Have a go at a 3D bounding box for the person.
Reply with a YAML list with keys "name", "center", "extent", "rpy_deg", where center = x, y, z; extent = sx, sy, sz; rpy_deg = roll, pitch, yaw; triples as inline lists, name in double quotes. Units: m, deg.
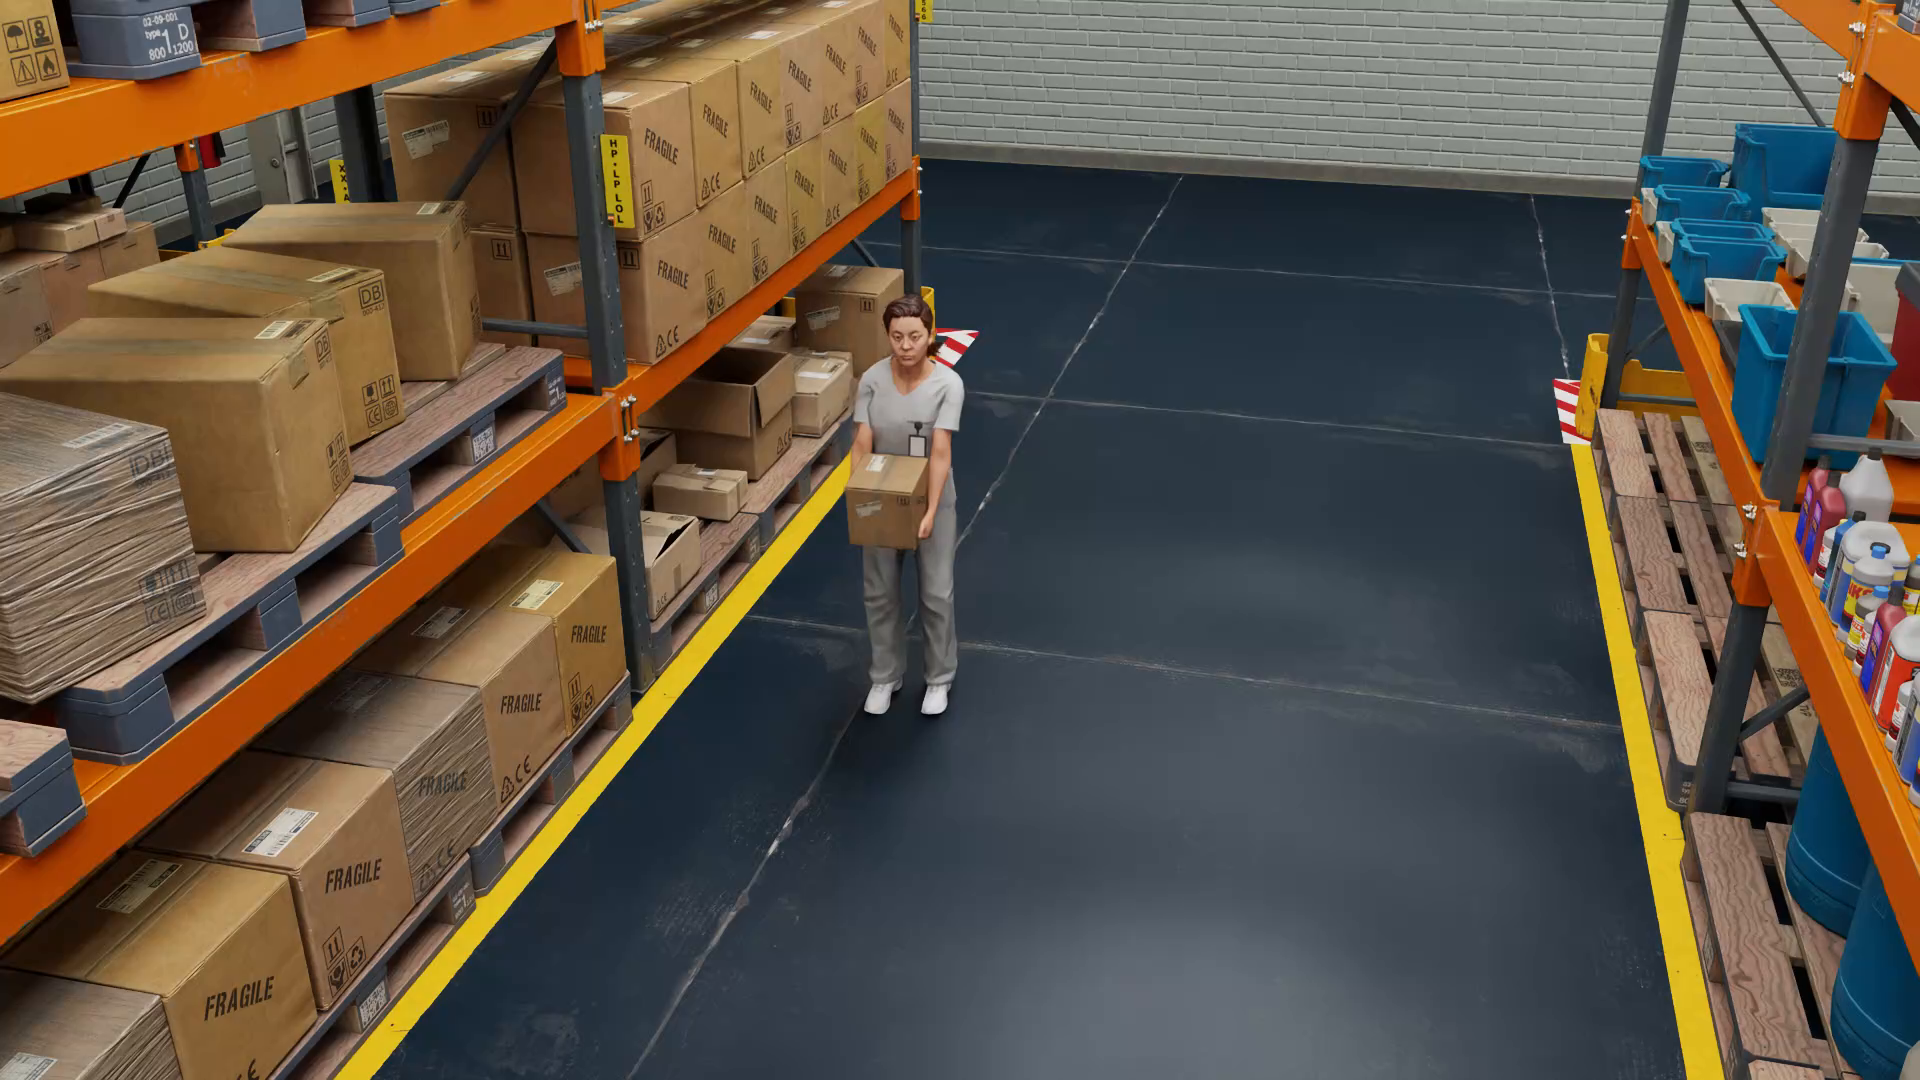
- name: "person"
  center: [-0.208, -0.093, 6.322]
  extent: [0.410, 1.669, 0.507]
  rpy_deg: [6, 26, 12]
